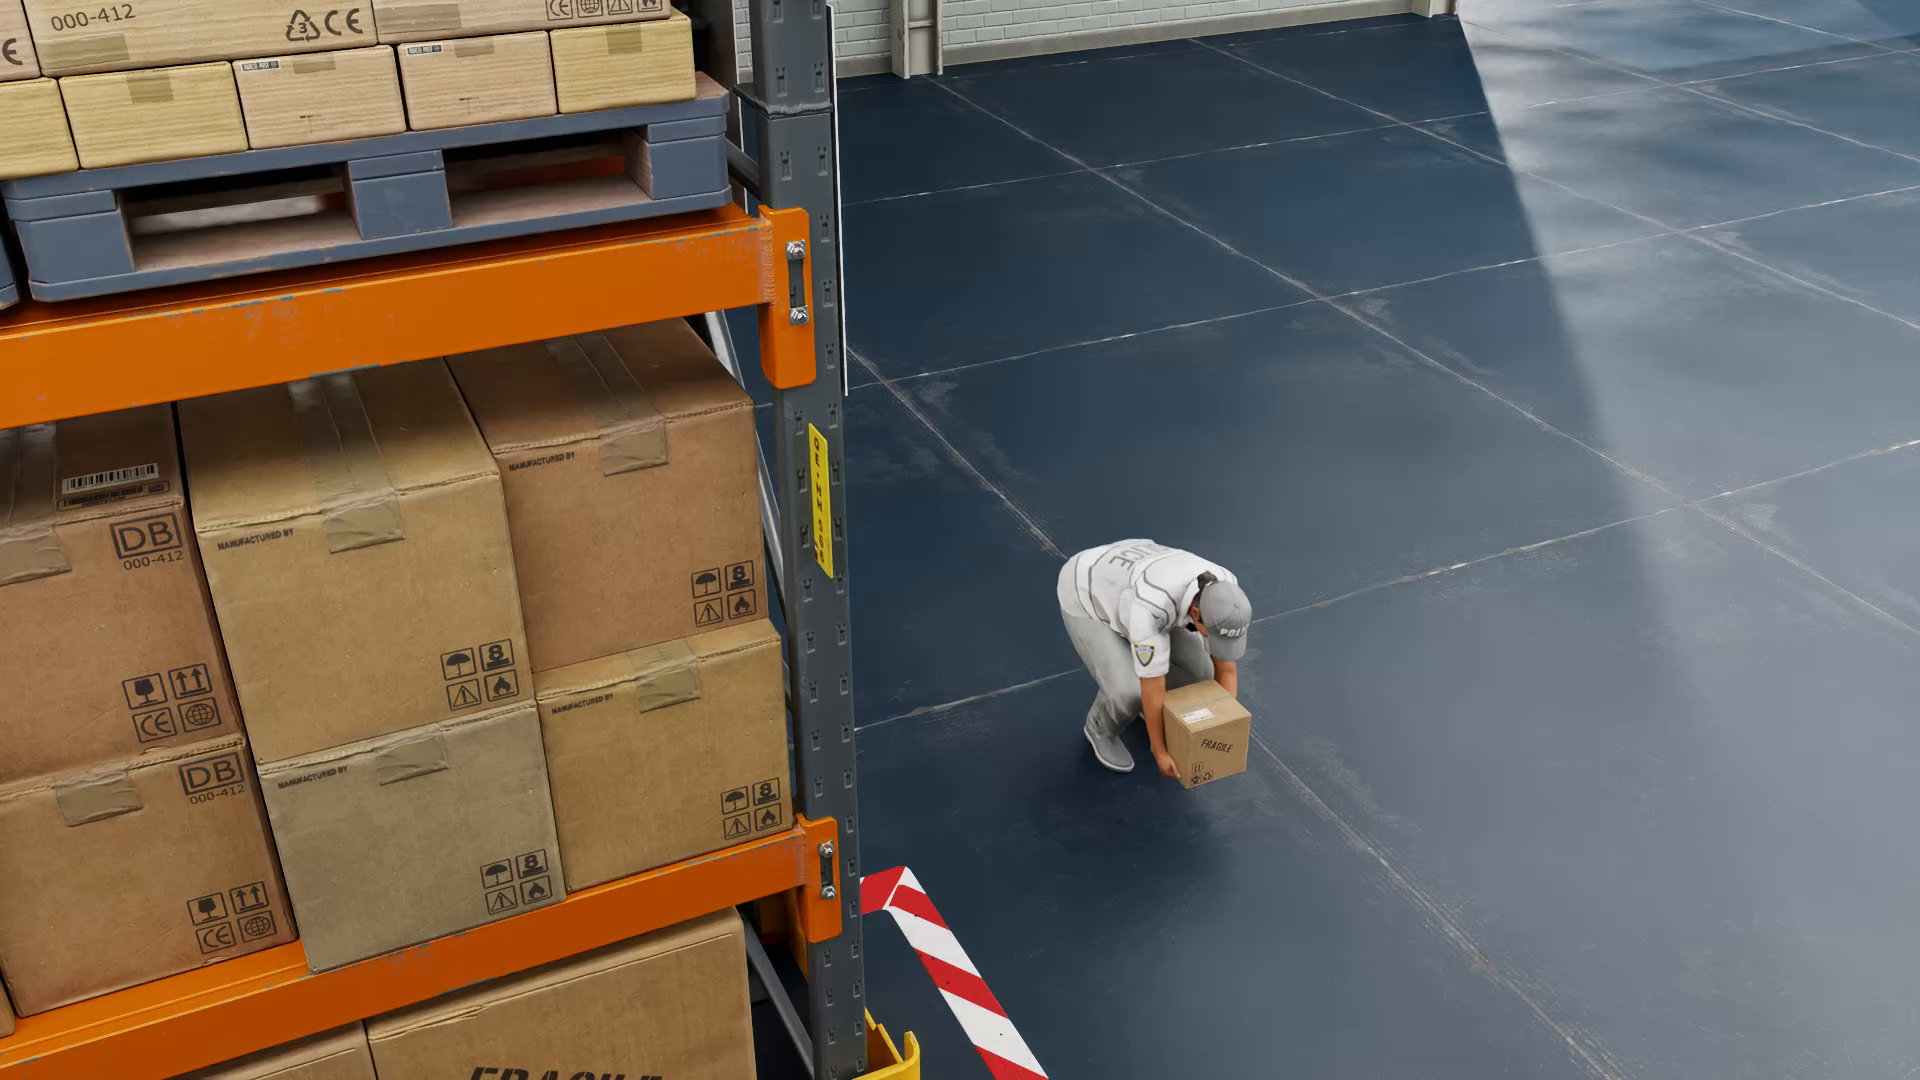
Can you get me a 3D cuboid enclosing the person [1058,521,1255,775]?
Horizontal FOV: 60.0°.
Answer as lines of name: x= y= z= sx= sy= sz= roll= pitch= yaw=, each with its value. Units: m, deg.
person: x=0.740 y=0.420 z=6.115 sx=0.515 sy=0.951 sz=0.908 roll=-15 pitch=33 yaw=-24
